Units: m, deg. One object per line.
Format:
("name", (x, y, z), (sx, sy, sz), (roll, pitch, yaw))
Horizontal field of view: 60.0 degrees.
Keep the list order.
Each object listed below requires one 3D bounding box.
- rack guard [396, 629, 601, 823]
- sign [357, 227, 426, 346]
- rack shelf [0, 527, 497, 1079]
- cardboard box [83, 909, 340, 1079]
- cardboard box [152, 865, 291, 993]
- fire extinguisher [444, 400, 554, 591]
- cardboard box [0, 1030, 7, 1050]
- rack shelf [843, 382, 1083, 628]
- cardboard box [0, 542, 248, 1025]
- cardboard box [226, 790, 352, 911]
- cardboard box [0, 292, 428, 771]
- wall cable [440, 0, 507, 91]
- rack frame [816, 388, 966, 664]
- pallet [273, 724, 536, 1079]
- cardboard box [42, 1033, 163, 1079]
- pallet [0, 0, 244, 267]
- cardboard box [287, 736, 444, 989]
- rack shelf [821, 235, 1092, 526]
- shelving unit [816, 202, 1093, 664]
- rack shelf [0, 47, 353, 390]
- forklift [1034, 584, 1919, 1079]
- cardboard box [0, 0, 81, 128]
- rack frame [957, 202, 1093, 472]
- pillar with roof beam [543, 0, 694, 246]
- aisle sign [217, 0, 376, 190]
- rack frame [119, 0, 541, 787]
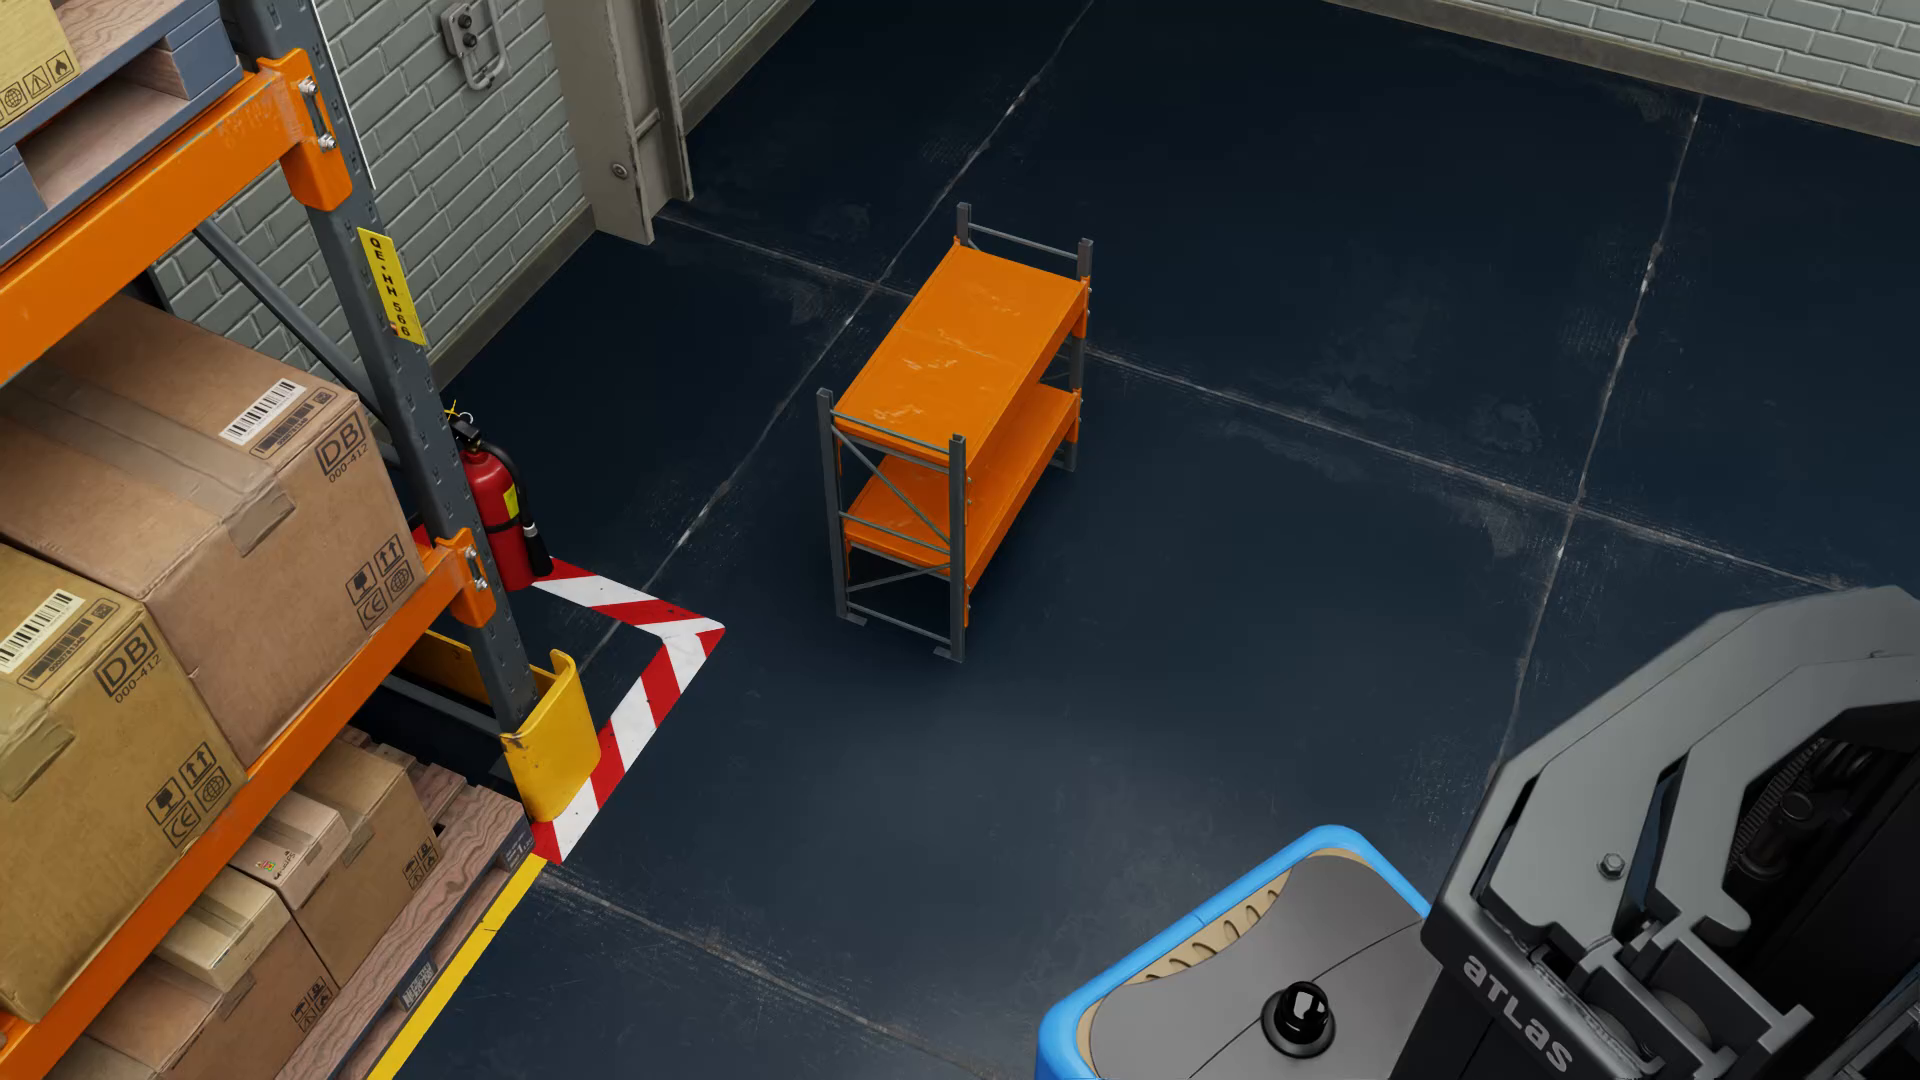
("rack guard", (-1.795, 0.474, 5.518), (1.175, 0.500, 0.348), (20, 52, 16))
("sign", (-1.320, -0.585, 3.863), (0.100, 0.325, 0.005), (20, 52, 16))
("rack shelf", (-2.659, 1.291, 3.654), (1.077, 0.370, 4.000), (20, 52, 16))
("cardboard box", (-2.227, 1.214, 4.613), (0.700, 0.500, 0.500), (20, 52, 16))
("cardboard box", (-2.012, 0.983, 4.384), (0.380, 0.149, 0.250), (21, 53, 17))
("fire extinguisher", (-1.323, -0.127, 4.684), (0.296, 0.674, 0.183), (20, 52, 16))
("cardboard box", (-2.648, 0.964, 3.263), (0.980, 0.700, 0.700), (18, 52, 14))
("rack shelf", (0.003, -0.211, 6.012), (0.538, 0.278, 1.000), (20, 52, 16))
("cardboard box", (-2.314, 0.442, 3.707), (0.980, 0.700, 0.700), (19, 52, 16))
("cardboard box", (-1.904, 0.807, 4.534), (0.380, 0.149, 0.250), (19, 52, 16))
("cardboard box", (-2.014, -0.062, 4.136), (0.980, 0.700, 0.700), (22, 53, 18))
("wall cable", (-2.113, -1.838, 5.177), (0.084, 1.984, 1.851), (20, 52, 16))
("rack frame", (-0.214, -0.019, 5.528), (0.500, 1.125, 0.032), (20, 52, 16))
("pallet", (-2.076, 1.160, 5.124), (1.003, 0.211, 1.213), (20, 52, 16))
("cardboard box", (-2.441, 1.560, 4.318), (0.700, 0.500, 0.500), (18, 52, 15))
("pallet", (-2.112, -0.749, 3.006), (1.003, 0.211, 1.213), (20, 52, 16))
("cardboard box", (-2.013, 0.869, 4.906), (0.700, 0.500, 0.500), (20, 52, 16))
("rack shelf", (0.003, -0.559, 5.603), (0.538, 0.278, 1.000), (20, 52, 16))
("shelving unit", (0.003, -0.369, 5.826), (0.538, 1.125, 1.048), (20, 52, 16))
("rack shelf", (-2.659, 0.319, 2.512), (1.077, 0.370, 4.000), (20, 52, 16))
("forklift", (1.426, 1.579, 2.982), (1.130, 2.935, 3.031), (-28, 55, -22))
("cardboard box", (-1.878, -0.821, 2.766), (0.500, 0.250, 0.500), (21, 53, 17))
("rack frame", (0.220, -0.719, 6.123), (0.500, 1.125, 0.032), (20, 52, 16))
("pillar with roof beam", (2.459, -3.003, 2.897), (9.100, 9.000, 0.400), (20, 52, 16))
("aisle sign", (-1.503, -1.114, 3.521), (0.394, 0.787, 0.004), (20, 52, 16))
("rack frame", (-1.805, -0.319, 4.552), (1.000, 3.000, 0.127), (20, 52, 16))
